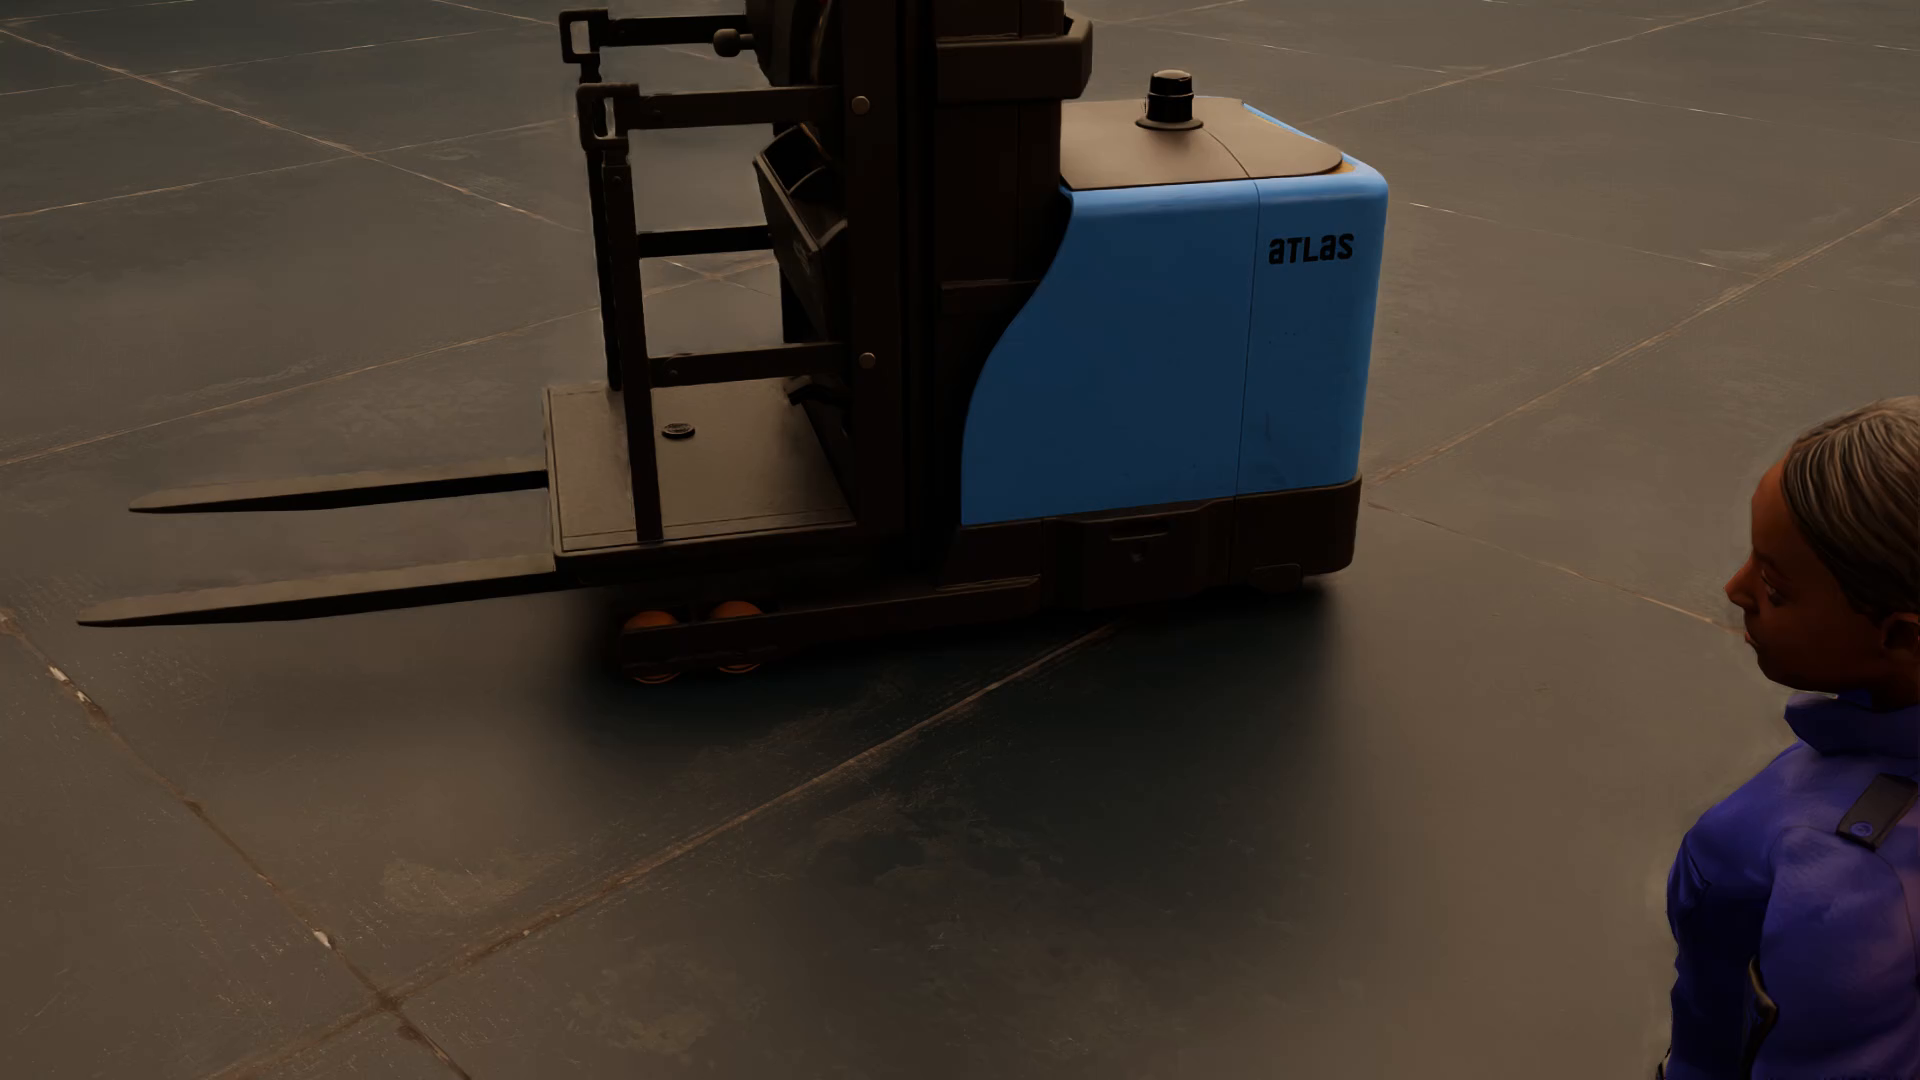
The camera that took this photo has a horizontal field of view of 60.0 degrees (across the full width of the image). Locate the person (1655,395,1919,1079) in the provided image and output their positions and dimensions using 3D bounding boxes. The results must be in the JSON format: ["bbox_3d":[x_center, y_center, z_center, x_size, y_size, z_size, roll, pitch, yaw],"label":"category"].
[{"bbox_3d":[0.828,0.635,1.498,0.817,1.593,0.470,-18,31,-32],"label":"person"}]

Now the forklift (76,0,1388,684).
[{"bbox_3d":[-0.562,-1.239,3.739,3.031,2.935,1.130,-6,27,-13],"label":"forklift"}]
